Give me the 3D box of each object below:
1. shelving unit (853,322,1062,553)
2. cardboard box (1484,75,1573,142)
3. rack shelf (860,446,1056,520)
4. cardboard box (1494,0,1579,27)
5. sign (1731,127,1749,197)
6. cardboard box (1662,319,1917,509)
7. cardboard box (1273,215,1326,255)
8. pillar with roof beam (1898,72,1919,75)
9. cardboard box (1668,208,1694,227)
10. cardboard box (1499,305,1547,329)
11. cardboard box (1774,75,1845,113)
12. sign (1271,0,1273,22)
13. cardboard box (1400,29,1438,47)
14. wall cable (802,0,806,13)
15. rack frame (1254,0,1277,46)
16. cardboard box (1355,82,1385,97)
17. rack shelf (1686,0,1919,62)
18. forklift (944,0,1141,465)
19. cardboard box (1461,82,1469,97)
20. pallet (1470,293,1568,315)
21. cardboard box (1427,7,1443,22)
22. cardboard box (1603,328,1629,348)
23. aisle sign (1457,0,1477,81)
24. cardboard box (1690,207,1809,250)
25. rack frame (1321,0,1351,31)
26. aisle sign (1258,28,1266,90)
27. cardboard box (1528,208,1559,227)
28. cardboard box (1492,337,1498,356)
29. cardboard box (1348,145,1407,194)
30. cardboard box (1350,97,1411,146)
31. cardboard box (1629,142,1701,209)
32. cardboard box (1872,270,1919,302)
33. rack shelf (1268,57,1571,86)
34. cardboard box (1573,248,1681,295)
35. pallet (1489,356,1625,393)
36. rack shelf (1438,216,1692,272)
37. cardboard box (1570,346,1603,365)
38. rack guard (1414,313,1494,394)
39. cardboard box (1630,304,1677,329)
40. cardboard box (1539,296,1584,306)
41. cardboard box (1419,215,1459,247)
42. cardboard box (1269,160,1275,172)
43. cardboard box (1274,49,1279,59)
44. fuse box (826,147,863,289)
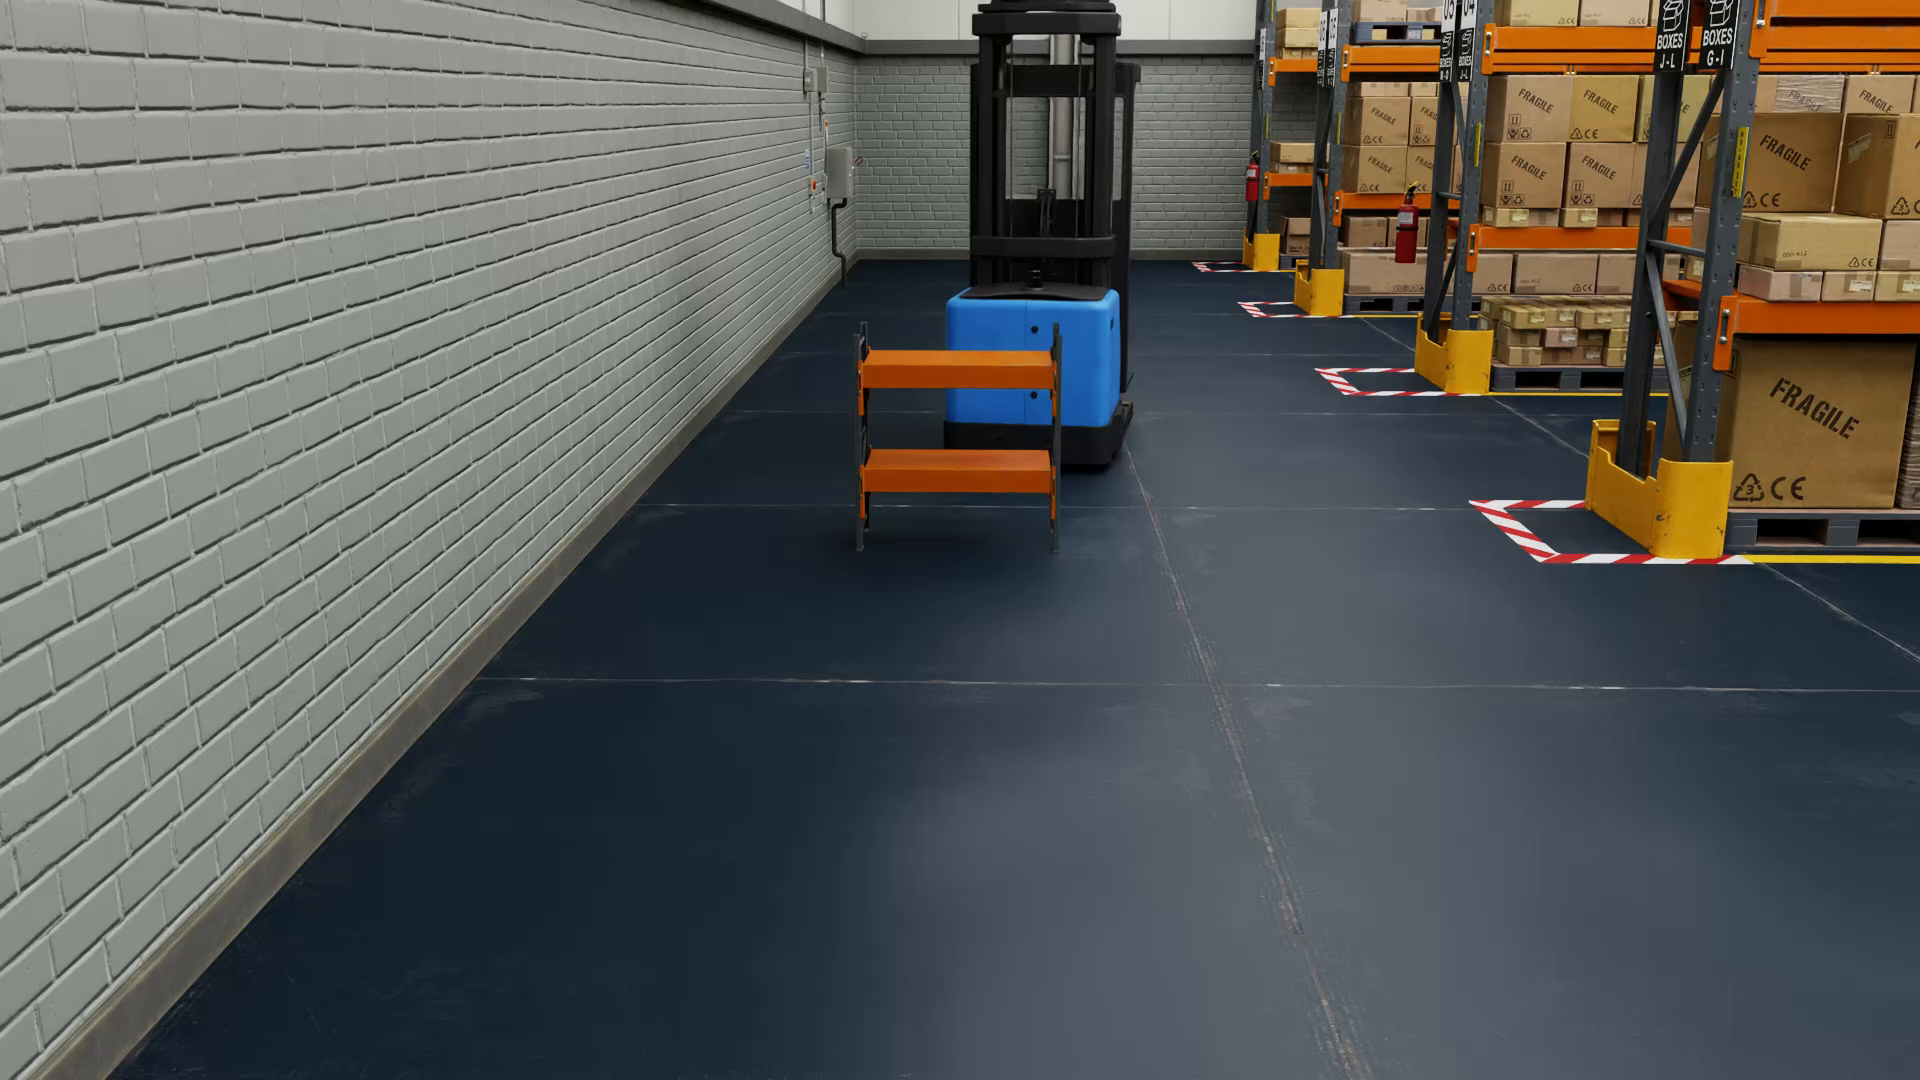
[{"bbox_3d":[-0.007,-0.544,8.697,1.048,1.125,0.538,0,15,1],"label":"shelving unit"},{"bbox_3d":[4.439,-3.371,12.999,0.500,0.500,0.500,0,15,1],"label":"cardboard box"},{"bbox_3d":[-0.007,-0.308,8.759,1.000,0.278,0.538,0,15,1],"label":"rack shelf"},{"bbox_3d":[4.440,-4.076,12.823,0.500,0.250,0.500,1,15,3],"label":"cardboard box"},{"bbox_3d":[3.749,-1.817,7.996,0.005,0.325,0.100,0,15,1],"label":"sign"},{"bbox_3d":[4.411,-0.694,8.932,0.875,0.875,0.875,0,15,1],"label":"cardboard box"},{"bbox_3d":[4.755,-4.263,23.188,0.637,0.503,0.797,0,15,-1],"label":"cardboard box"},{"bbox_3d":[13.360,-7.267,18.745,0.400,9.000,9.100,0,15,1],"label":"pillar with roof beam"},{"bbox_3d":[5.615,-2.569,13.190,0.250,0.149,0.380,0,15,0],"label":"cardboard box"},{"bbox_3d":[4.512,-1.788,13.338,0.250,0.149,0.380,0,15,-1],"label":"cardboard box"},{"bbox_3d":[6.491,-3.359,12.952,0.500,0.500,0.500,1,15,3],"label":"cardboard box"},{"bbox_3d":[4.132,-7.030,22.011,0.005,0.325,0.100,0,15,1],"label":"sign"},{"bbox_3d":[6.120,-6.742,22.346,0.500,0.250,0.500,0,15,1],"label":"cardboard box"},{"bbox_3d":[-1.671,-6.895,17.335,0.029,3.000,0.463,0,15,1],"label":"wall cable"},{"bbox_3d":[4.146,-8.196,22.265,0.127,3.000,1.000,0,15,1],"label":"rack frame"},{"bbox_3d":[4.371,-4.802,17.733,0.250,0.149,0.380,1,15,3],"label":"cardboard box"},{"bbox_3d":[5.769,-2.592,8.313,4.000,0.370,1.077,0,15,1],"label":"rack shelf"},{"bbox_3d":[0.651,-2.211,11.476,1.130,2.935,3.031,2,15,9],"label":"forklift"},{"bbox_3d":[5.419,-4.802,17.733,0.250,0.149,0.380,1,15,2],"label":"cardboard box"},{"bbox_3d":[6.041,-2.687,18.611,1.213,0.211,1.003,0,15,1],"label":"pallet"},{"bbox_3d":[5.105,-5.544,17.566,0.250,0.149,0.380,1,15,3],"label":"cardboard box"},{"bbox_3d":[5.288,-1.641,13.363,0.250,0.149,0.380,1,15,3],"label":"cardboard box"},{"bbox_3d":[3.917,-3.947,12.825,0.004,0.787,0.394,0,15,1],"label":"aisle sign"},{"bbox_3d":[4.261,-1.638,8.879,0.500,0.250,0.500,0,15,1],"label":"cardboard box"},{"bbox_3d":[4.023,-6.930,17.467,0.127,3.000,1.000,0,15,1],"label":"rack frame"},{"bbox_3d":[4.070,-6.478,22.416,0.004,0.787,0.394,0,15,1],"label":"aisle sign"},{"bbox_3d":[4.568,-2.568,13.186,0.250,0.149,0.380,1,15,3],"label":"cardboard box"},{"bbox_3d":[4.529,-1.641,13.944,0.250,0.149,0.380,1,15,2],"label":"cardboard box"},{"bbox_3d":[4.495,-4.001,17.930,0.500,0.500,0.500,0,15,1],"label":"cardboard box"},{"bbox_3d":[4.495,-4.485,17.805,0.500,0.500,0.500,0,15,0],"label":"cardboard box"},{"bbox_3d":[5.464,-2.882,13.103,0.500,0.500,0.500,1,15,2],"label":"cardboard box"},{"bbox_3d":[4.629,-1.291,8.347,0.250,0.149,0.380,0,15,0],"label":"cardboard box"},{"bbox_3d":[6.145,-6.385,22.690,4.000,0.370,1.077,0,15,1],"label":"rack shelf"},{"bbox_3d":[7.397,-2.999,18.526,0.875,0.438,0.875,0,15,1],"label":"cardboard box"},{"bbox_3d":[4.885,-1.403,13.745,1.213,0.211,1.003,0,15,1],"label":"pallet"},{"bbox_3d":[5.997,-2.405,13.487,4.000,0.370,1.077,0,15,1],"label":"rack shelf"},{"bbox_3d":[5.025,-1.525,13.506,0.250,0.149,0.380,1,15,2],"label":"cardboard box"},{"bbox_3d":[4.073,-1.557,13.762,0.348,0.500,1.175,0,15,1],"label":"rack guard"},{"bbox_3d":[5.567,-1.798,13.375,0.250,0.149,0.380,1,15,4],"label":"cardboard box"},{"bbox_3d":[5.045,-1.954,13.966,0.250,0.149,0.380,0,15,0],"label":"cardboard box"},{"bbox_3d":[6.646,-4.239,23.104,0.500,0.500,0.700,0,15,-1],"label":"cardboard box"},{"bbox_3d":[4.484,-5.240,23.313,0.250,0.149,0.380,0,15,1],"label":"cardboard box"},{"bbox_3d":[4.472,-6.681,22.895,0.250,0.149,0.380,1,15,3],"label":"cardboard box"},{"bbox_3d":[-1.415,-3.972,20.540,0.414,1.711,0.539,0,15,1],"label":"fuse box"}]
